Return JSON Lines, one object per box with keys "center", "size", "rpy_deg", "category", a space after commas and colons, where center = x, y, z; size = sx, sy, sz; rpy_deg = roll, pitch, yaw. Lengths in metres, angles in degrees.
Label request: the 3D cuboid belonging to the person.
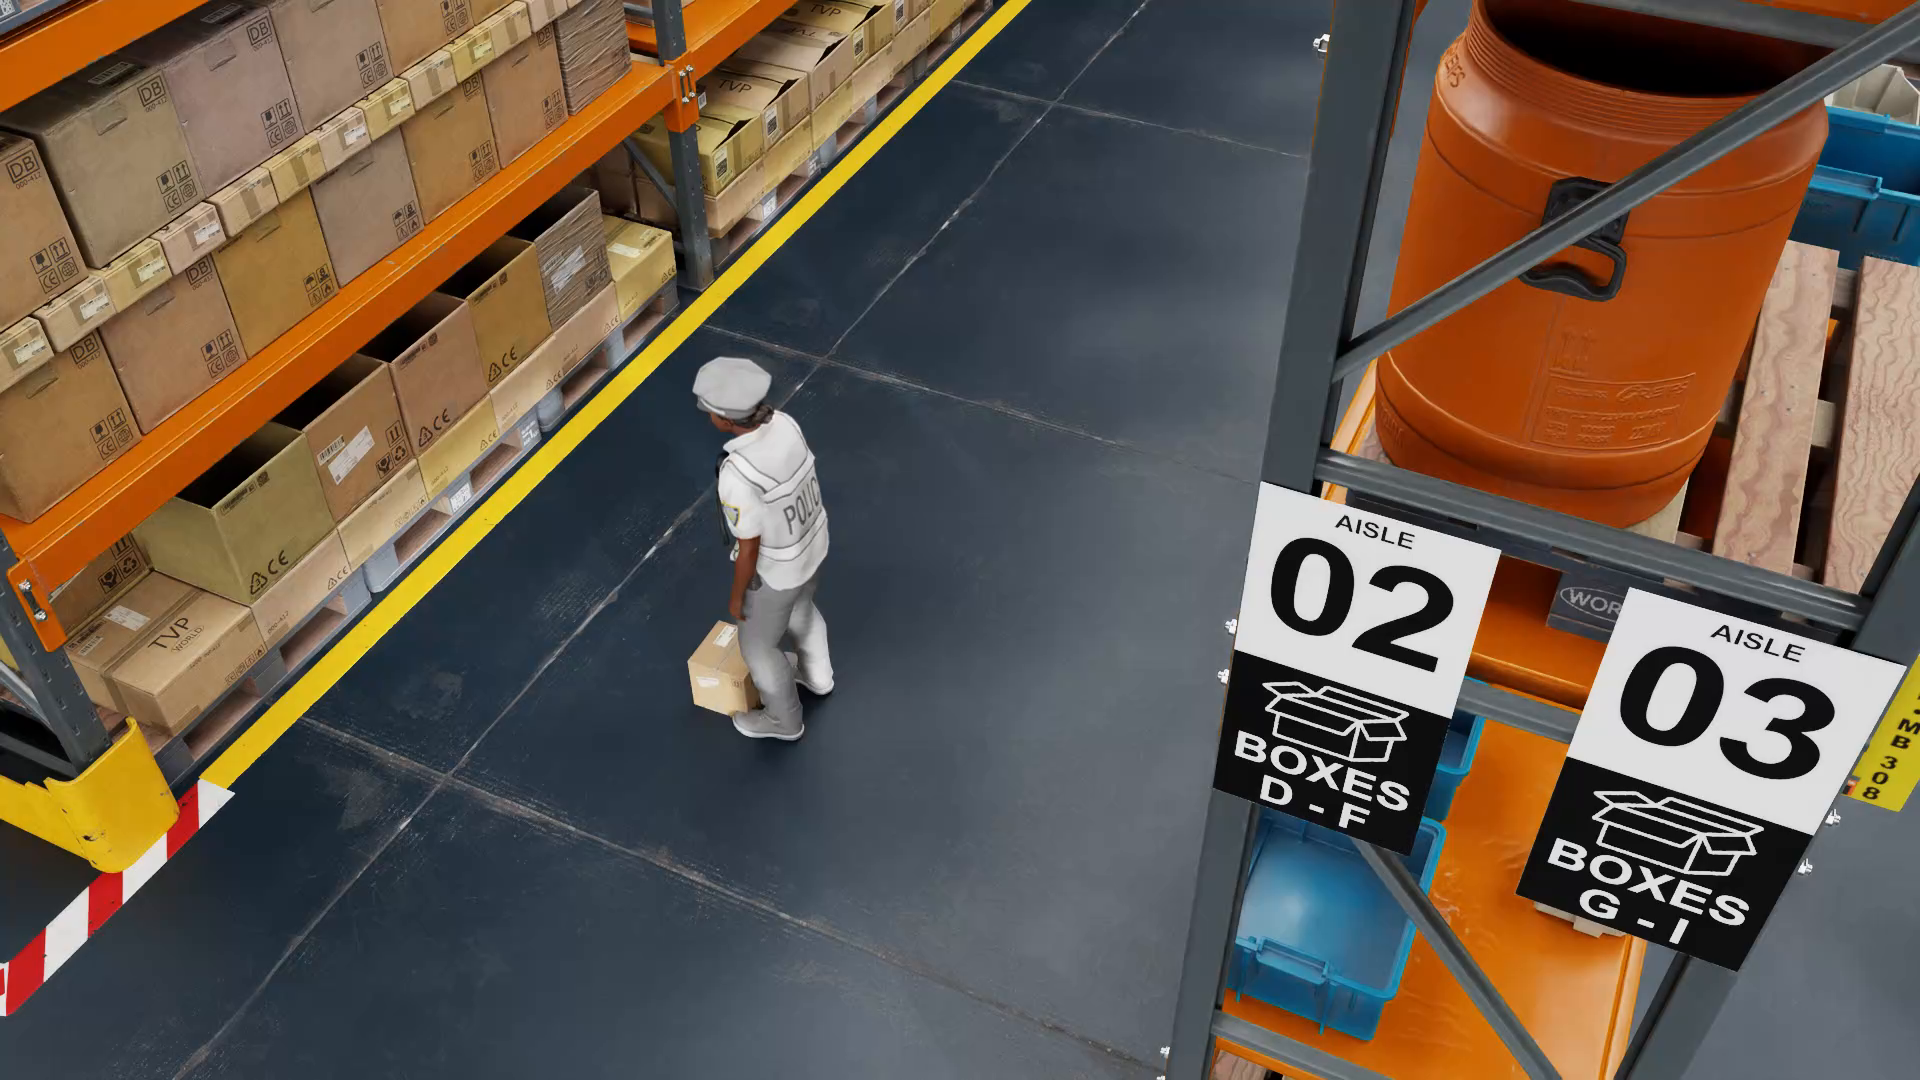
{"center": [-0.691, 0.062, 6.093], "size": [0.400, 1.657, 0.517], "rpy_deg": [17, 45, 18], "category": "person"}
